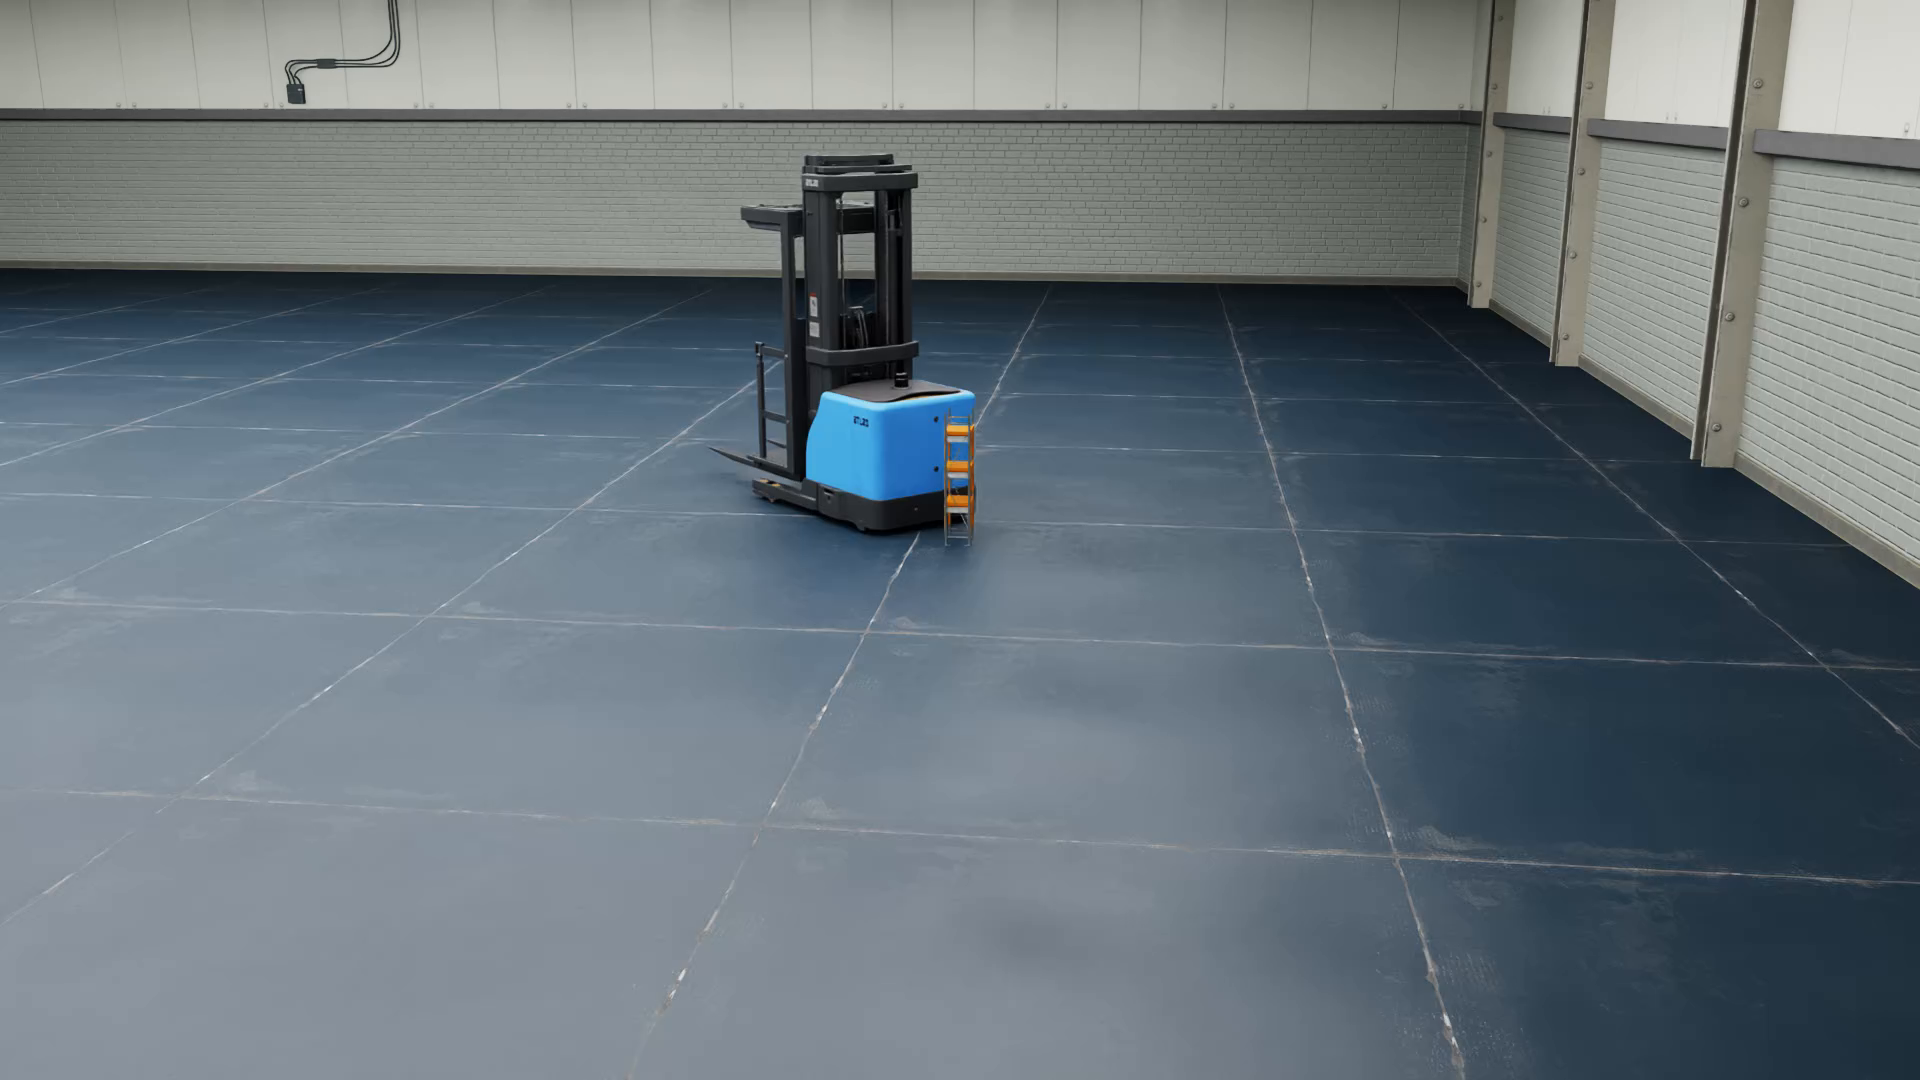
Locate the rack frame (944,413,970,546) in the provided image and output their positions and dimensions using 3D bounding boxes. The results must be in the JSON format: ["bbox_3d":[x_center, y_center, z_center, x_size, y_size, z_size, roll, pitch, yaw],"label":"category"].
[{"bbox_3d":[-0.020,-0.461,12.857,0.200,1.050,0.008,2,15,6],"label":"rack frame"}]

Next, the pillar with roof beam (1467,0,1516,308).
[{"bbox_3d":[4.274,-8.321,26.697,9.100,9.000,0.400,2,15,6],"label":"pillar with roof beam"}]

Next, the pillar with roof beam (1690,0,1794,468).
[{"bbox_3d":[2.920,-5.209,15.187,9.100,9.000,0.400,2,15,6],"label":"pillar with roof beam"}]

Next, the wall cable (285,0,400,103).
[{"bbox_3d":[-11.670,-11.206,30.848,2.305,6.003,0.169,2,15,6],"label":"wall cable"}]

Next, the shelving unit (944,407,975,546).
[{"bbox_3d":[-0.006,-0.493,12.974,0.215,1.050,0.252,2,15,6],"label":"shelving unit"}]

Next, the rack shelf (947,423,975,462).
[{"bbox_3d":[-0.006,-0.757,12.902,0.215,0.259,0.240,2,15,6],"label":"rack shelf"}]

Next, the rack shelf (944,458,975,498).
[{"bbox_3d":[-0.006,-0.483,12.976,0.215,0.259,0.240,2,15,6],"label":"rack shelf"}]

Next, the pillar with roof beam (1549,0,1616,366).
[{"bbox_3d":[3.597,-6.765,20.942,9.100,9.000,0.400,2,15,6],"label":"pillar with roof beam"}]

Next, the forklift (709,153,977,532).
[{"bbox_3d":[-1.155,-1.808,14.233,1.130,2.935,3.031,-11,19,-36],"label":"forklift"}]

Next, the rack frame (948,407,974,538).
[{"bbox_3d":[0.008,-0.525,13.091,0.200,1.050,0.008,2,15,6],"label":"rack frame"}]

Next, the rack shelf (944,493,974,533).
[{"bbox_3d":[-0.006,-0.214,13.049,0.215,0.259,0.240,2,15,6],"label":"rack shelf"}]
